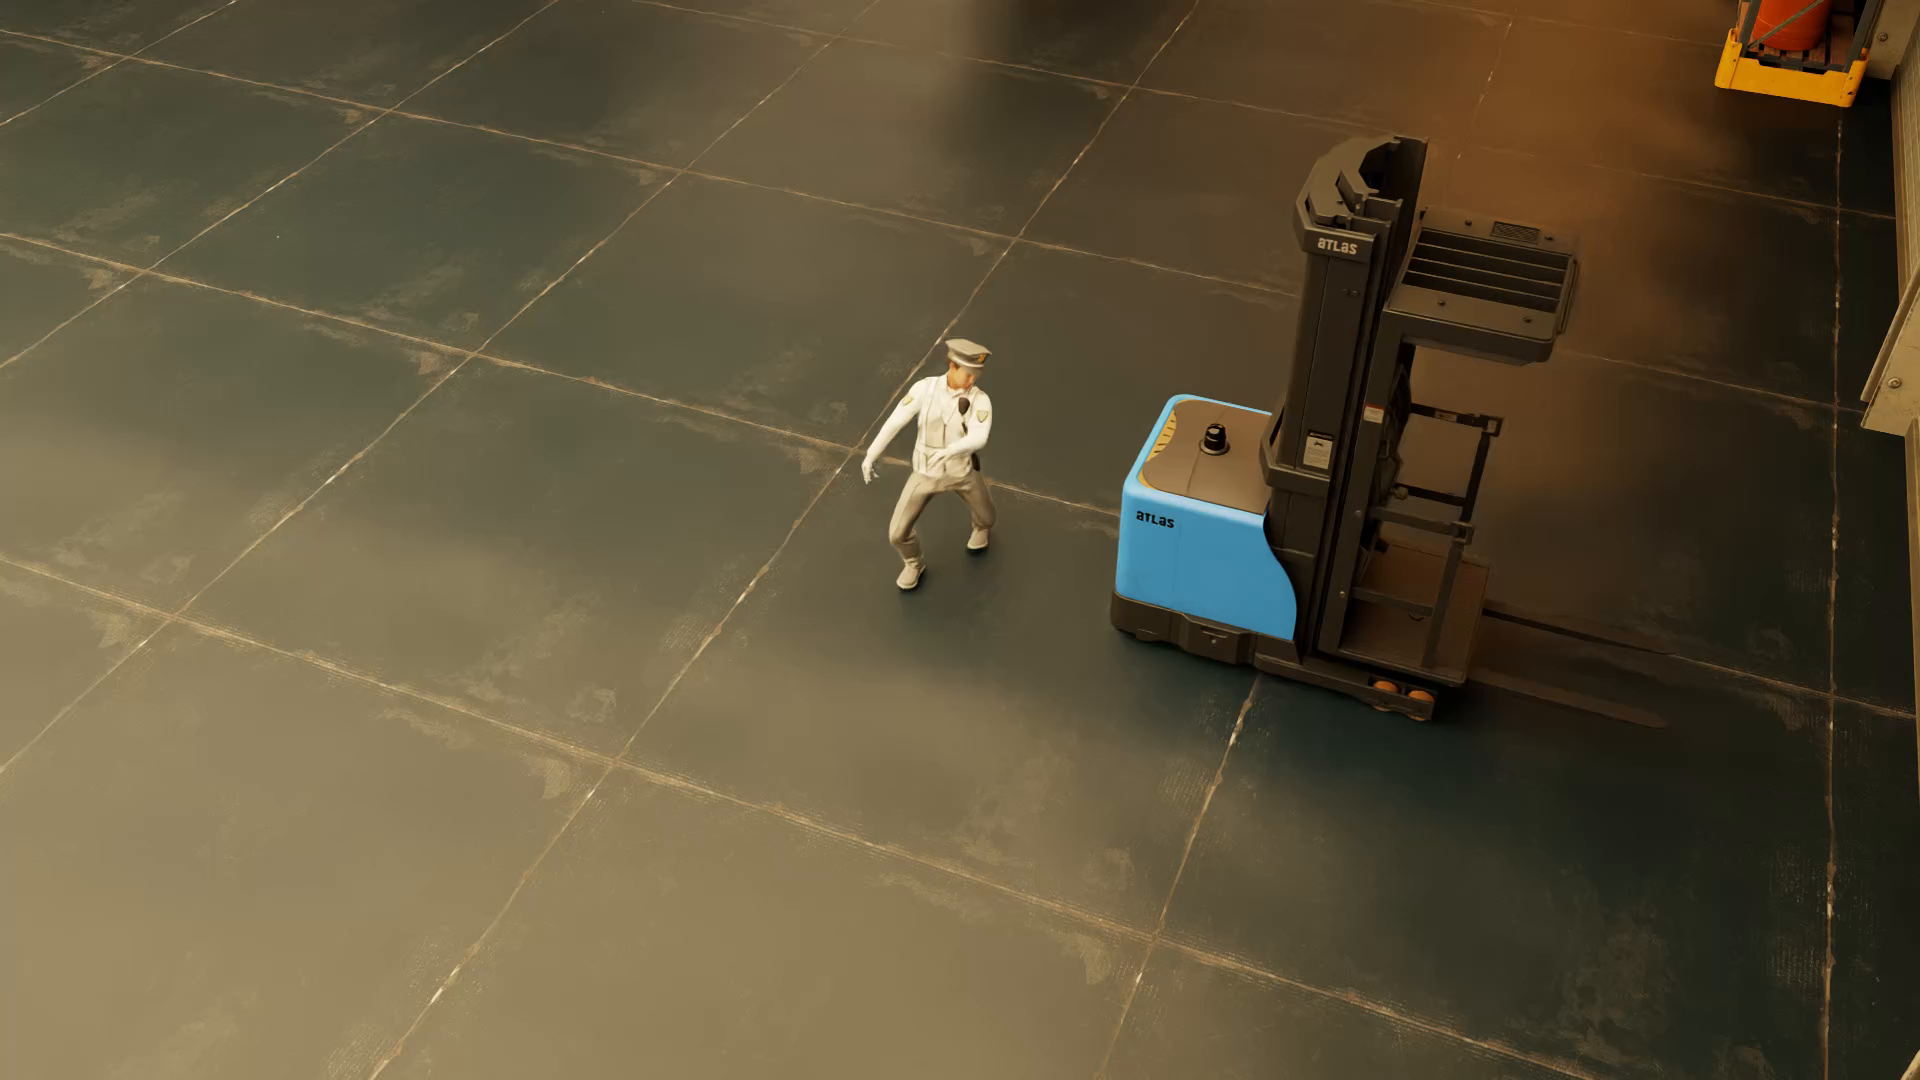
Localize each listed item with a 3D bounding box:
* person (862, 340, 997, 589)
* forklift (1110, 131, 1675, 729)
[{"bbox_3d":[-0.168,-0.385,9.540,0.784,1.527,0.833,-3,40,-3],"label":"person"},{"bbox_3d":[2.439,-0.525,8.634,3.031,2.935,1.130,15,42,17],"label":"forklift"}]
